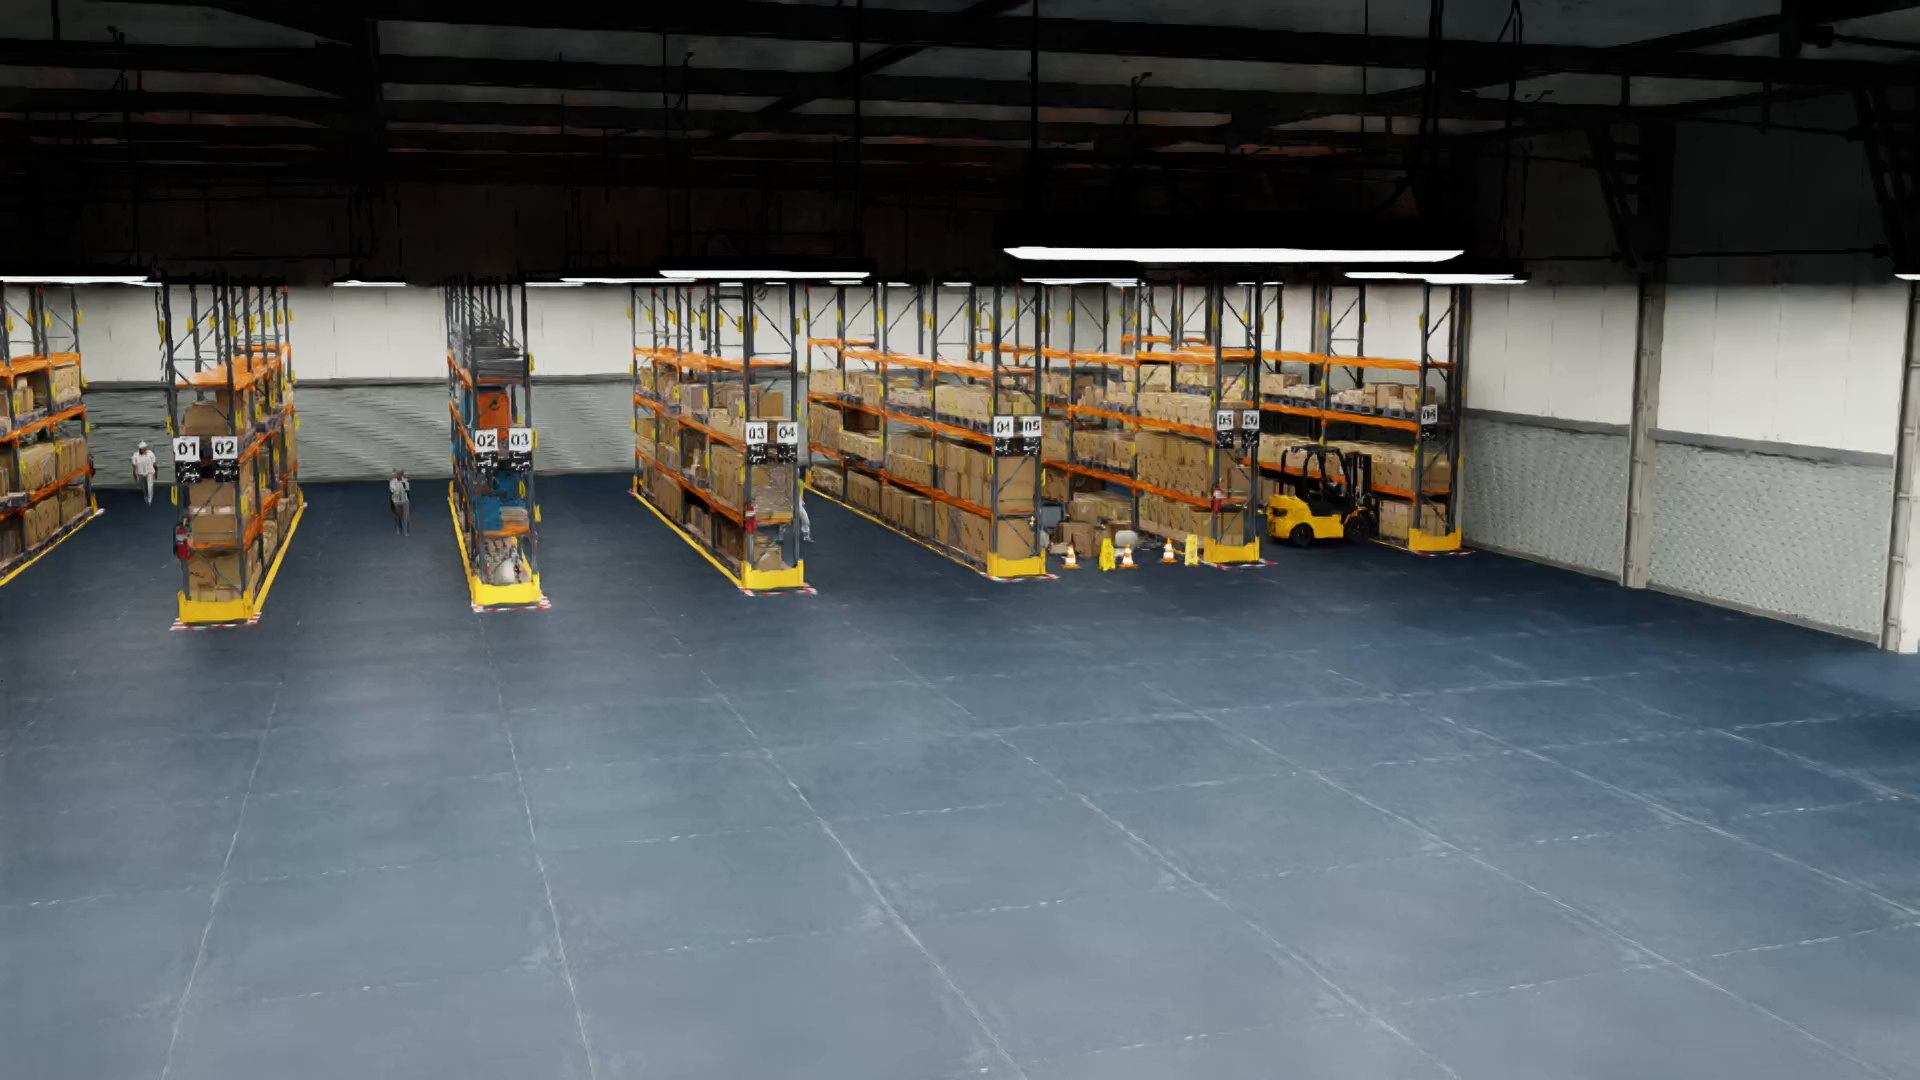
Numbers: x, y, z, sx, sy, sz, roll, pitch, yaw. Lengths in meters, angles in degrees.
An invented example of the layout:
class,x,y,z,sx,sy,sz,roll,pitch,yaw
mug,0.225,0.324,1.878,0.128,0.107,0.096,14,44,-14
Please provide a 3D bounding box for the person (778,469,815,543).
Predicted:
class,x,y,z,sx,sy,sz,roll,pitch,yaw
person,-3.751,-0.787,37.520,0.676,1.719,0.842,-6,10,-34

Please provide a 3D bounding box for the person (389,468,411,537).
class,x,y,z,sx,sy,sz,roll,pitch,yaw
person,-13.009,-0.897,38.642,0.456,1.587,1.088,-2,9,-16

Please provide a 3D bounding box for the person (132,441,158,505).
class,x,y,z,sx,sy,sz,roll,pitch,yaw
person,-21.728,-1.799,44.302,0.577,1.691,1.121,-2,9,-16
